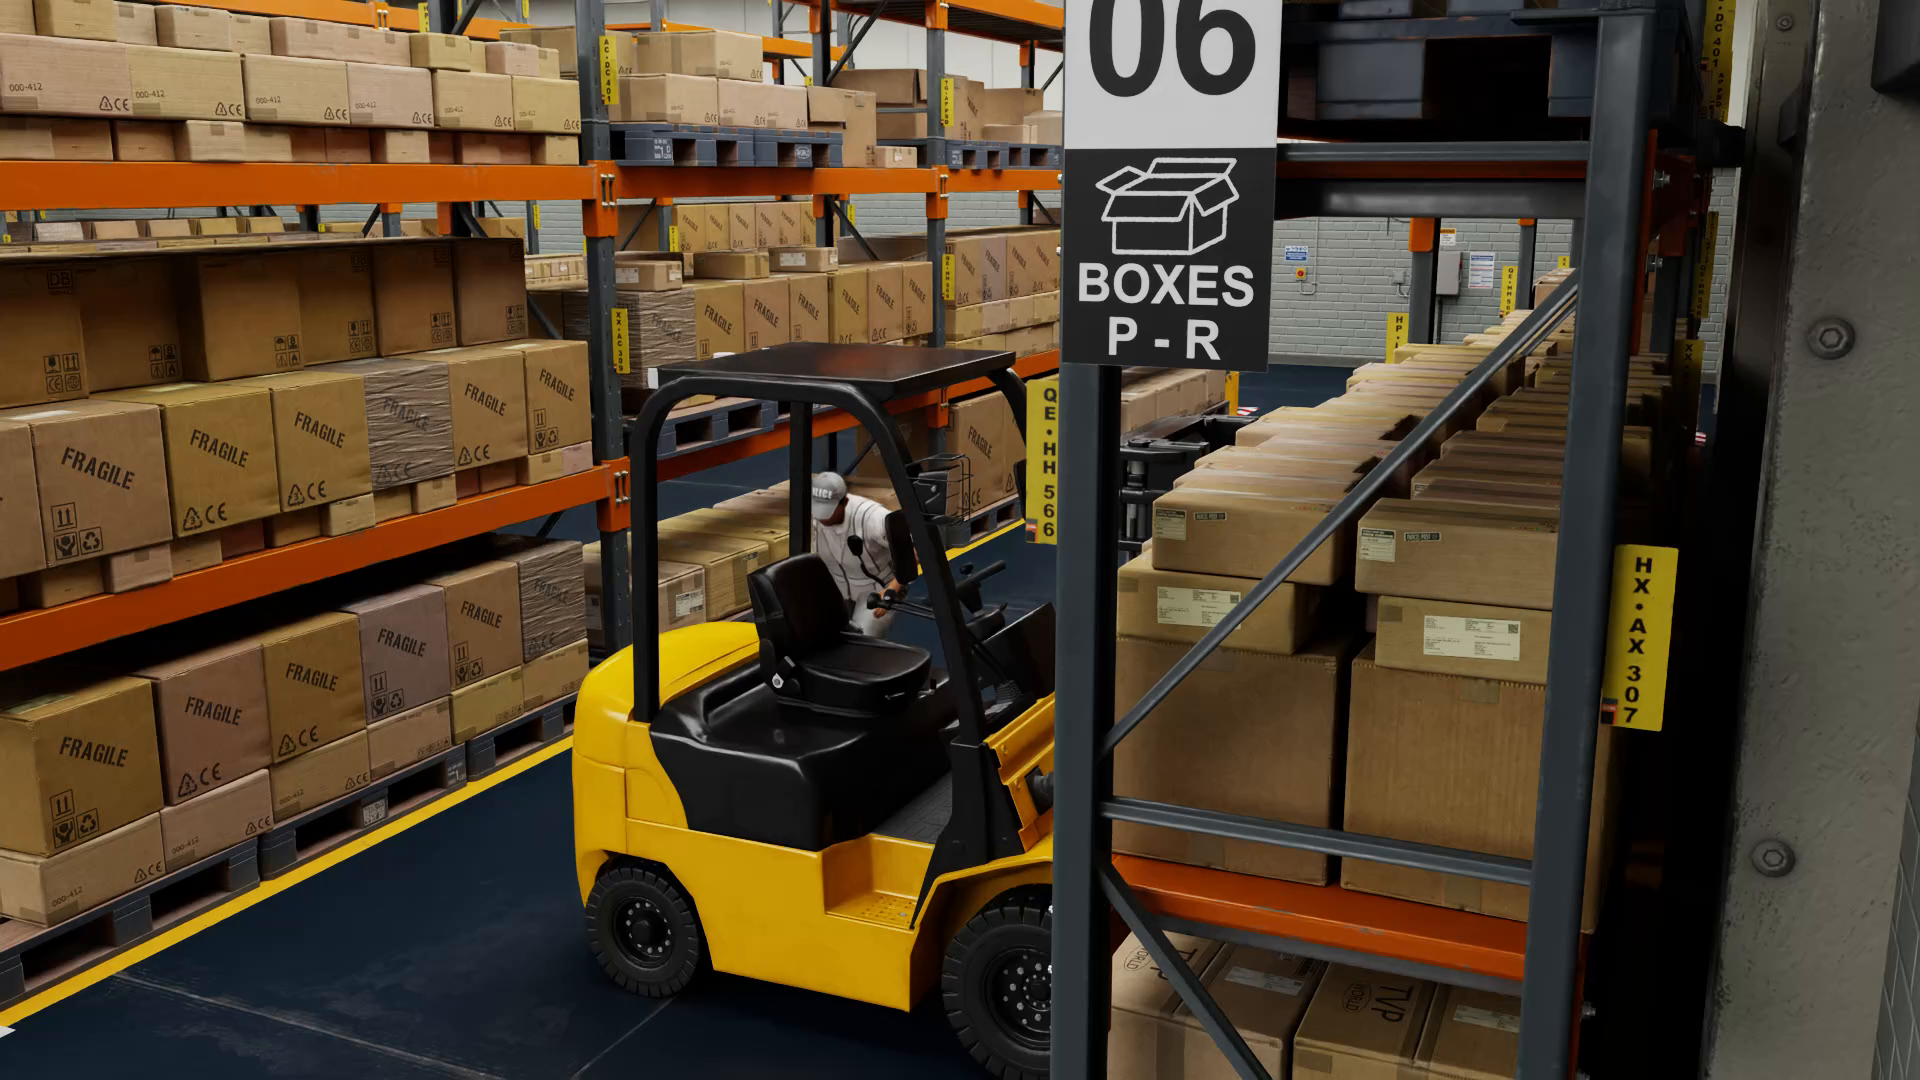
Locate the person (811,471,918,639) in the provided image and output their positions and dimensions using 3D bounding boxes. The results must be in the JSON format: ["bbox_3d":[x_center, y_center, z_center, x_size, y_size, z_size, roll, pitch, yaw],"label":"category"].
[{"bbox_3d":[-0.562,0.306,8.277,0.716,1.382,0.749,6,14,26],"label":"person"}]
